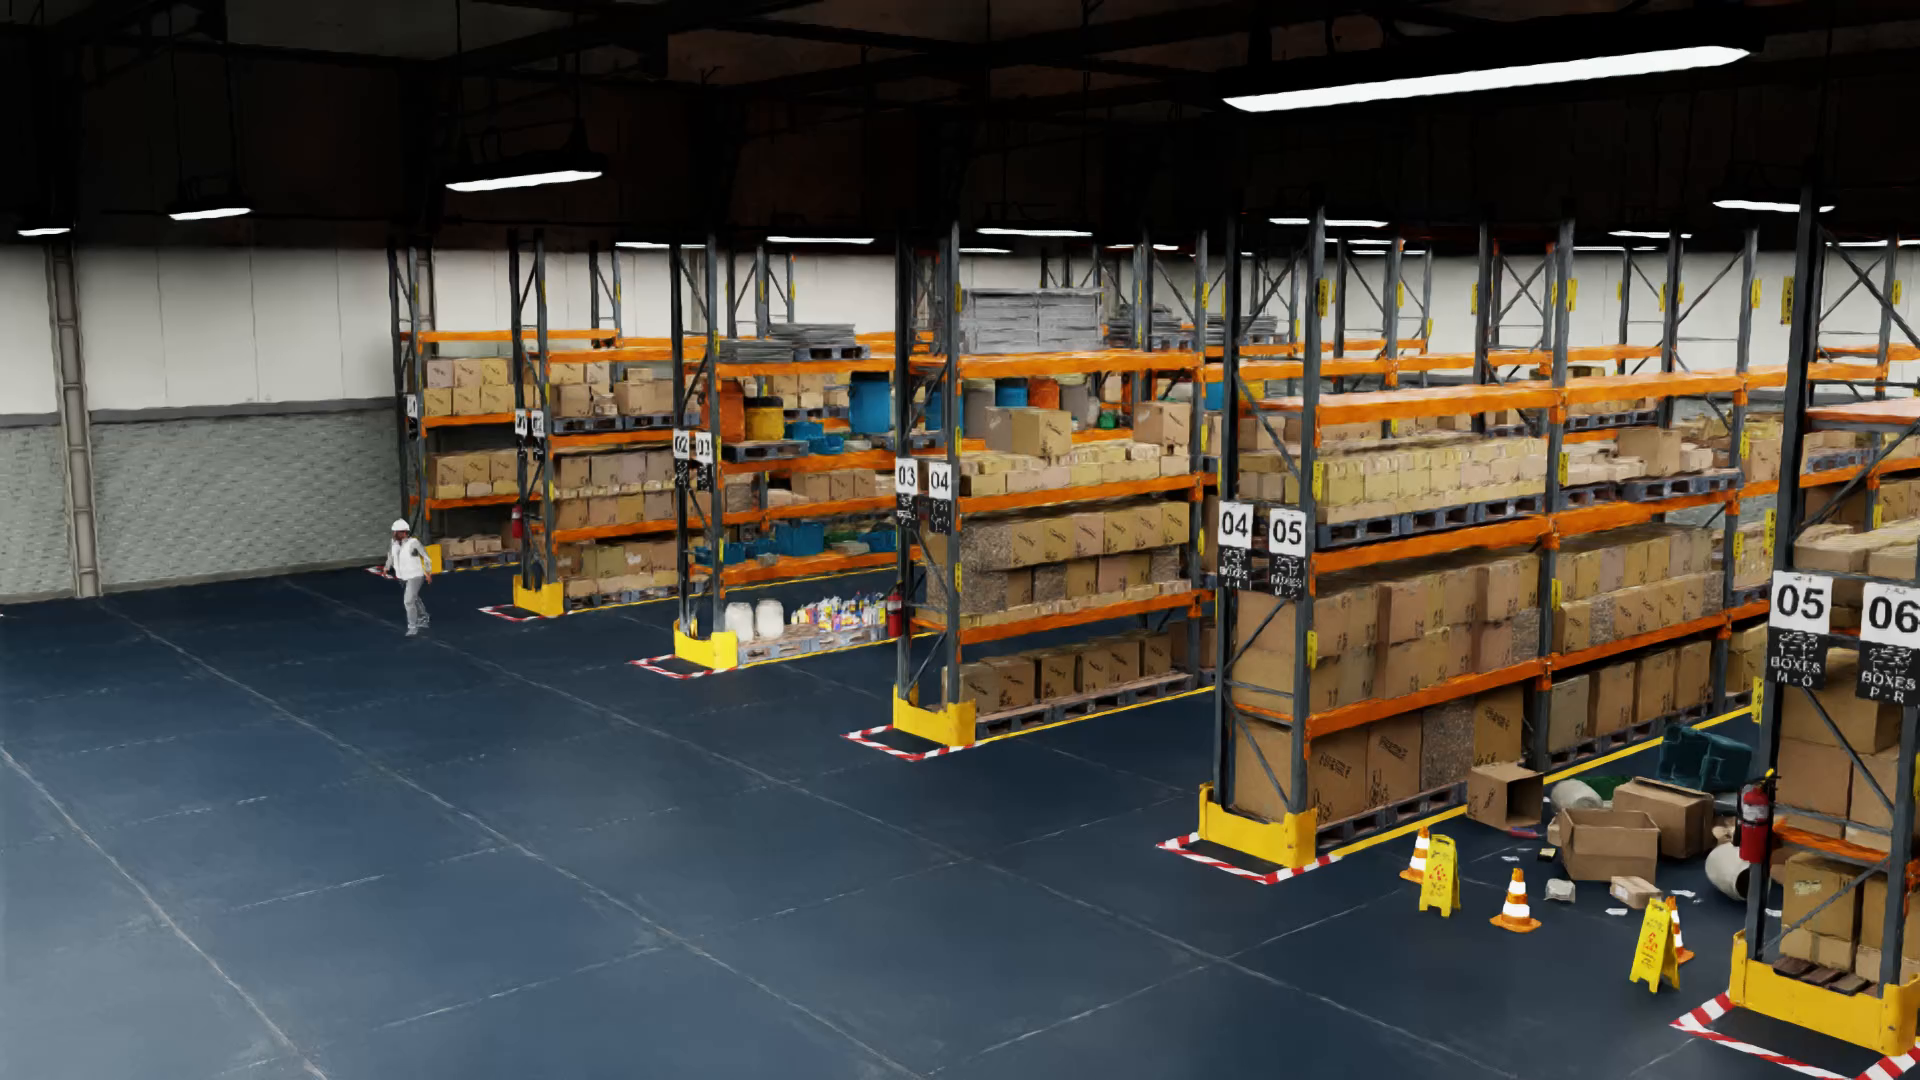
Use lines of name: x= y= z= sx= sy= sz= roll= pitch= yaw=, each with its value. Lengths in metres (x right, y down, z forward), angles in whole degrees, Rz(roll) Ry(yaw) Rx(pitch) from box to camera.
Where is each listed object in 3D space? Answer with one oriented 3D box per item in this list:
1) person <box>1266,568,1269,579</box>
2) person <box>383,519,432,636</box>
person: x=3.817 y=1.187 z=20.442 sx=0.459 sy=1.721 sz=0.575 roll=4 pitch=10 yaw=23
person: x=-8.164 y=0.525 z=24.716 sx=0.689 sy=1.712 sz=0.810 roll=5 pitch=10 yaw=31
